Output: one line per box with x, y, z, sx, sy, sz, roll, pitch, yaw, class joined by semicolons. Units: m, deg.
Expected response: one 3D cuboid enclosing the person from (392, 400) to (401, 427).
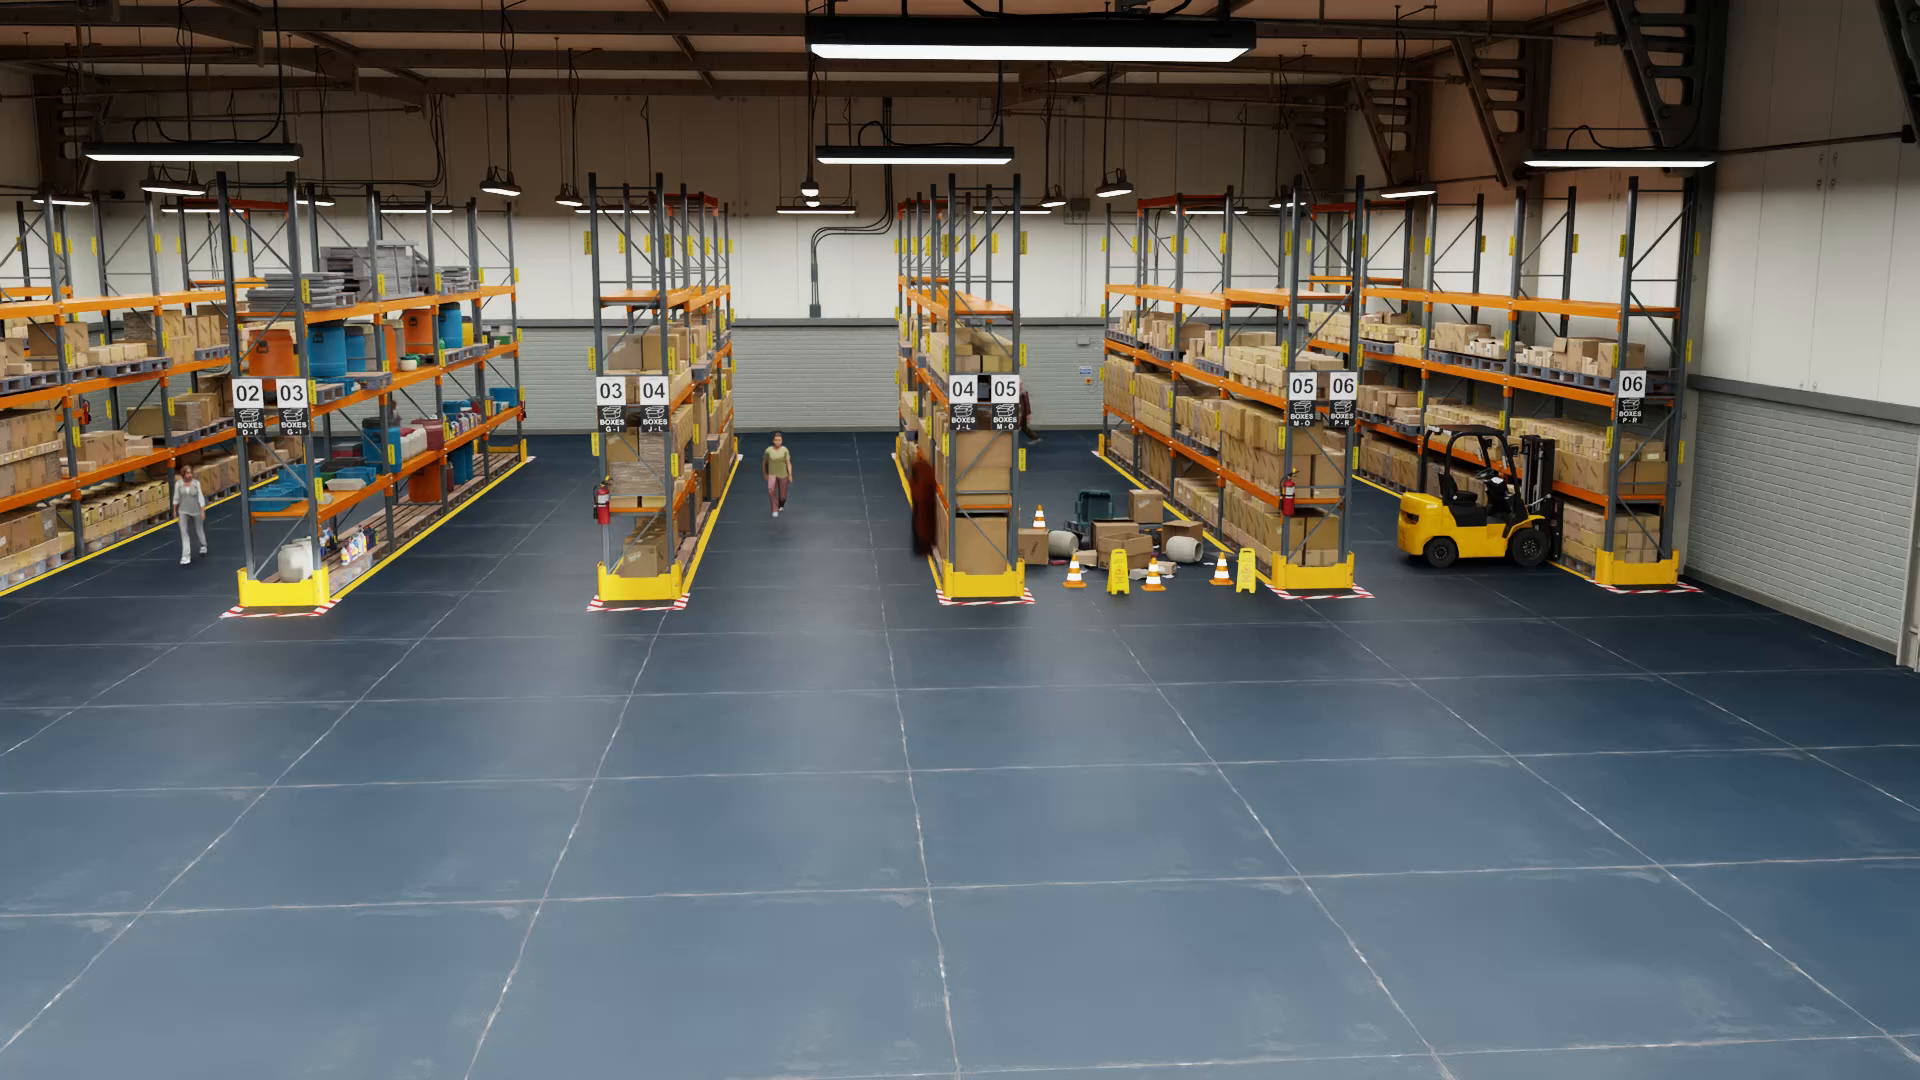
-12.810;-2.361;37.481;0.453;1.598;0.435;7;12;33;person

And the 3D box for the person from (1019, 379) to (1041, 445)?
1.502;-3.191;41.559;1.064;1.675;0.547;-3;10;-16;person

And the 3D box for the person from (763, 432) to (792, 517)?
-3.244;-1.181;29.544;0.509;1.491;1.062;-1;10;-7;person

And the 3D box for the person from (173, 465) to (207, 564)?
-12.364;-0.440;26.660;0.530;1.536;1.009;-3;10;-14;person
